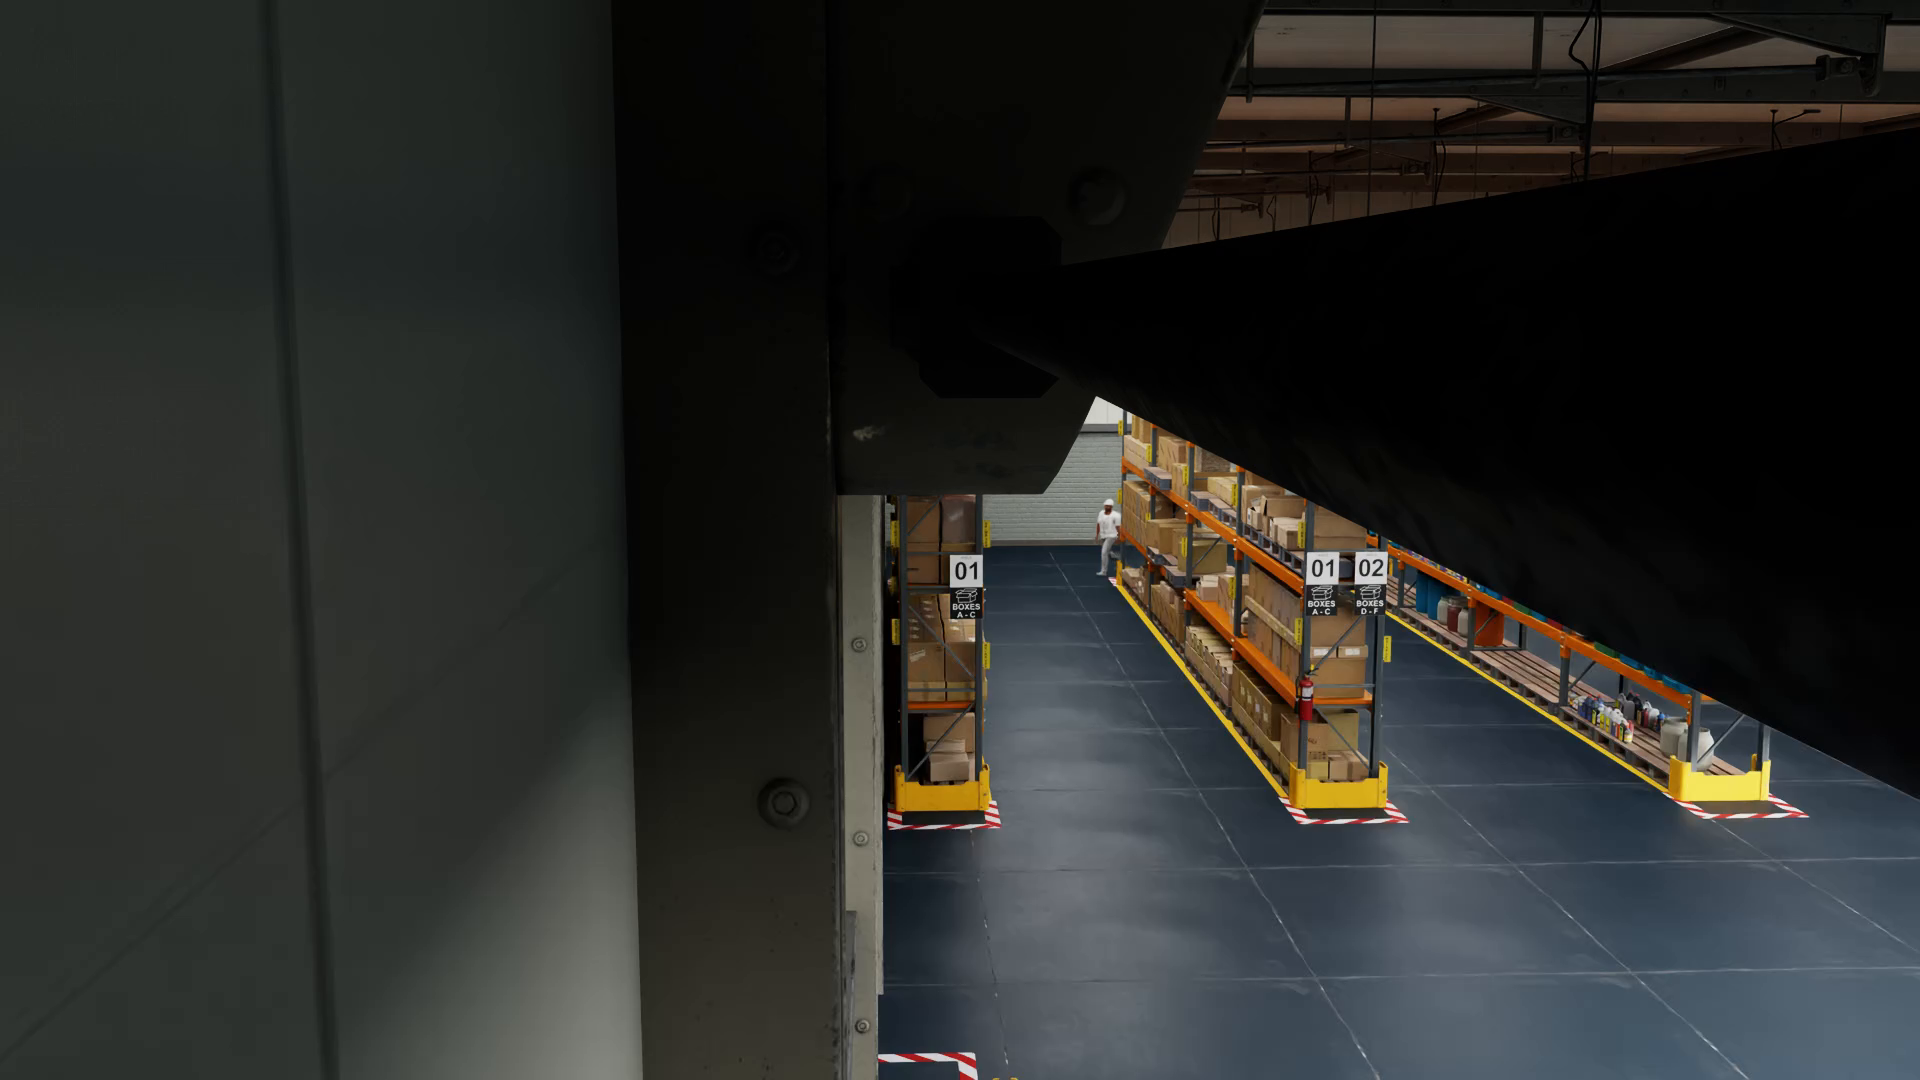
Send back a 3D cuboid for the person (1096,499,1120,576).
[{"bbox_3d":[3.378,-0.082,37.641,0.910,1.740,0.556,-6,10,-36],"label":"person"}]
